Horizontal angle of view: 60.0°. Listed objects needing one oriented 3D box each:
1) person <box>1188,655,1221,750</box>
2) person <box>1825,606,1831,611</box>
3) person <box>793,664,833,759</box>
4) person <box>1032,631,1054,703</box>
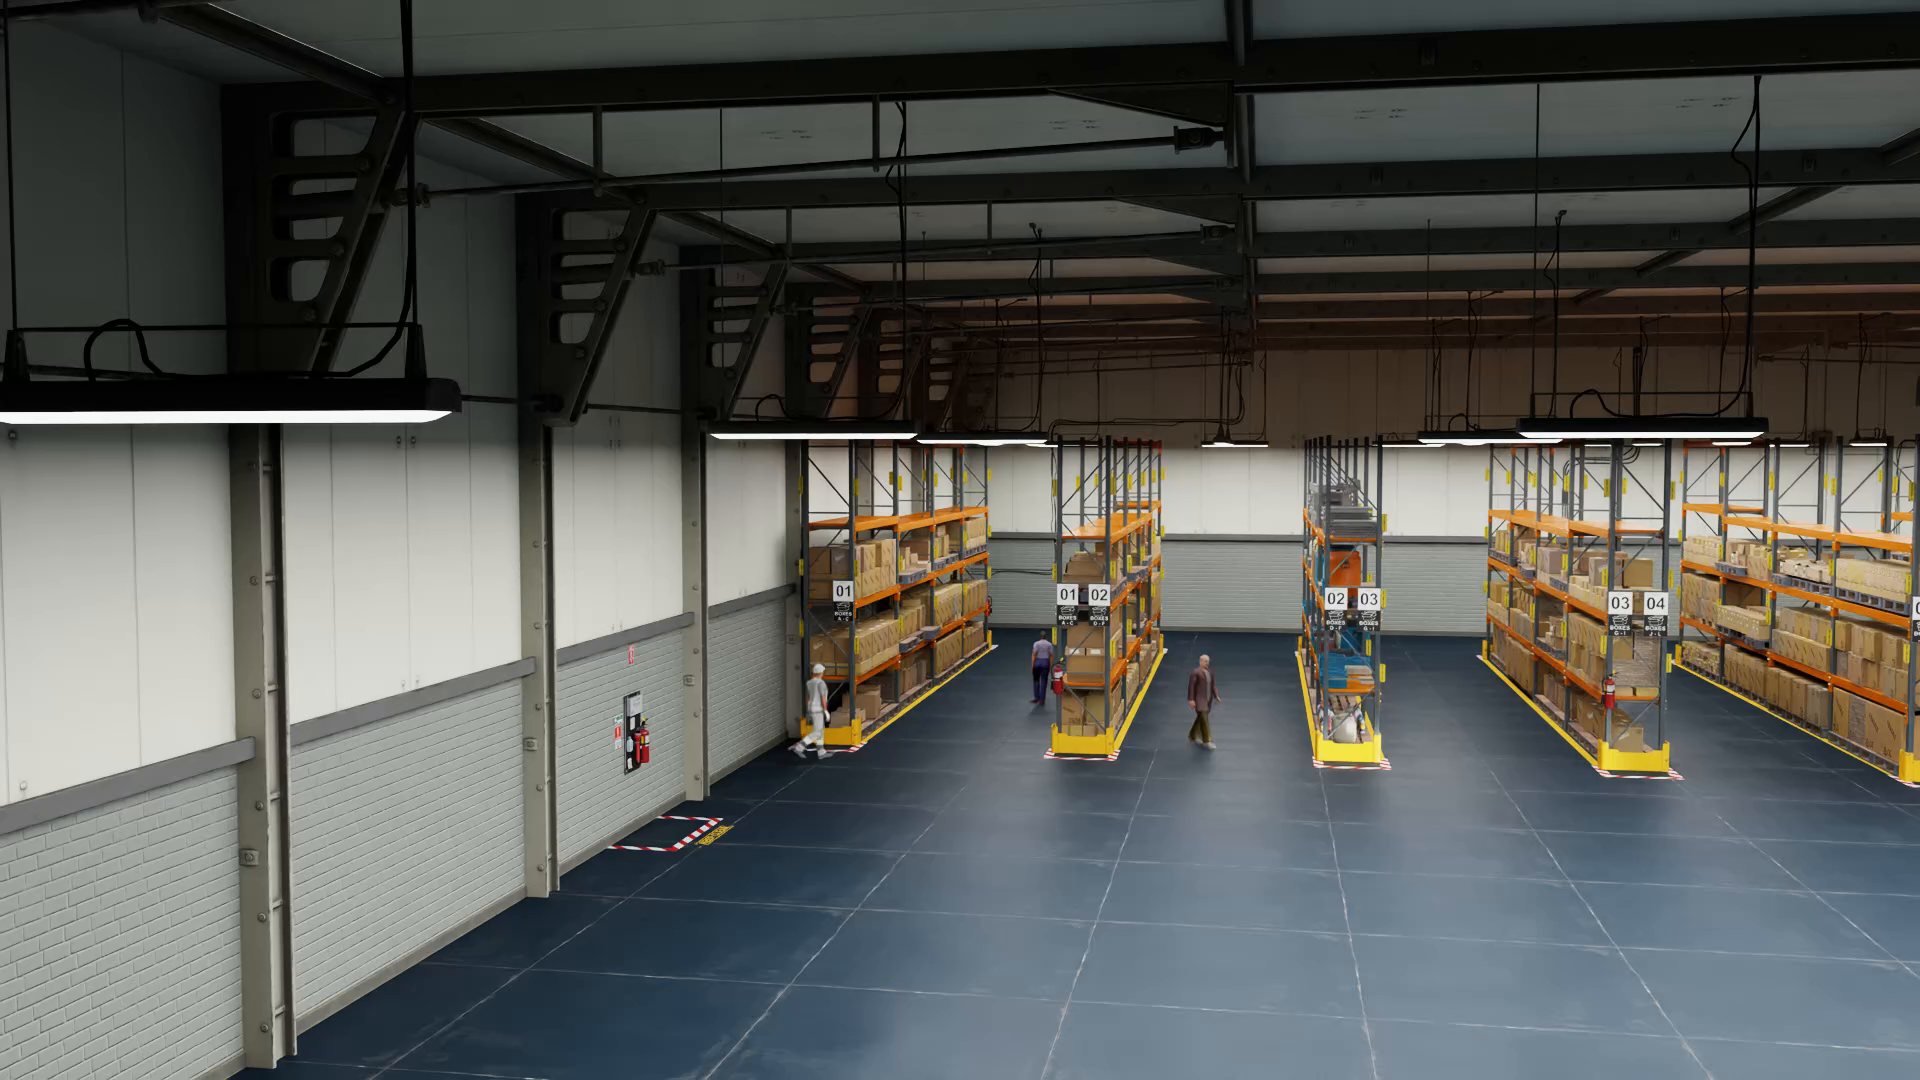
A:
[{"bbox_3d":[4.739,3.093,32.042,0.597,1.753,0.883,-3,4,-44],"label":"person"},{"bbox_3d":[22.261,2.567,42.381,0.520,1.809,0.589,-1,3,-21],"label":"person"},{"bbox_3d":[-2.695,3.174,30.579,0.870,1.781,0.557,-1,3,-25],"label":"person"},{"bbox_3d":[1.863,2.909,37.586,0.501,1.680,0.606,0,3,7],"label":"person"}]
